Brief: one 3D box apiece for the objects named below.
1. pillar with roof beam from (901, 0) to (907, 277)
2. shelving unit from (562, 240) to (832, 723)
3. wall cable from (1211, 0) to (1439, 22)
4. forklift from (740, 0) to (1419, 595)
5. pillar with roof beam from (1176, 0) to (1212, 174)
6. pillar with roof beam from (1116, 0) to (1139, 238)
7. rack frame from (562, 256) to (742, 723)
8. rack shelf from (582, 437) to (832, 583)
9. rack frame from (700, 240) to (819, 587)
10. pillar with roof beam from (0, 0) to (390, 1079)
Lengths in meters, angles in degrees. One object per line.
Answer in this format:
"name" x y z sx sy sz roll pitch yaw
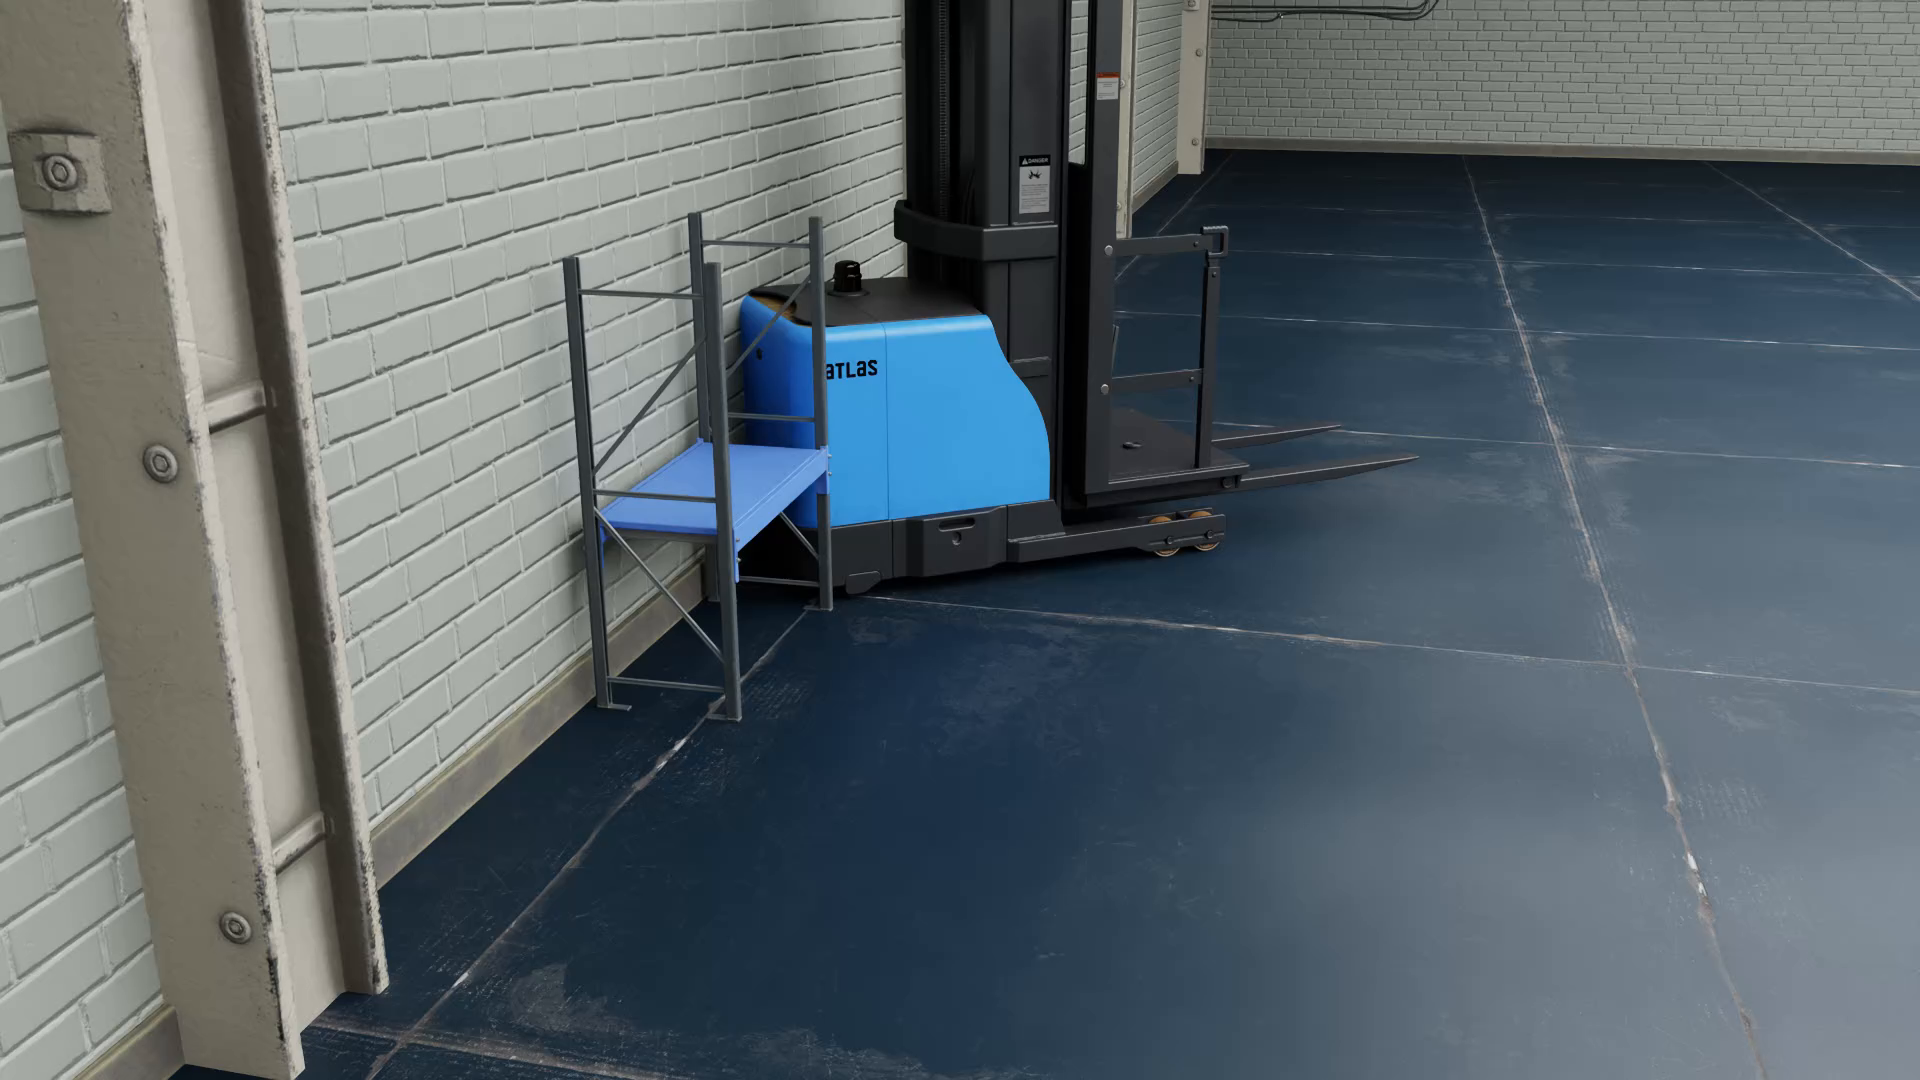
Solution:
"pillar with roof beam" 4.060 -4.675 6.952 9.100 9.000 0.400 5 19 13
"shelving unit" -0.851 -0.294 5.727 0.538 1.500 1.039 4 19 12
"wall cable" 4.819 -8.125 21.859 3.097 2.526 0.112 5 19 13
"forklift" 0.581 -1.466 6.944 3.031 2.935 1.130 -8 20 -21
"pillar with roof beam" 6.992 -8.436 17.964 9.100 9.000 0.400 5 19 13
"pillar with roof beam" 5.526 -6.555 12.458 9.100 9.000 0.400 5 19 13
"rack frame" -0.964 -0.135 5.263 0.500 1.500 0.032 4 19 12
"rack shelf" -0.850 -0.125 5.790 0.538 0.185 1.000 4 19 12
"rack frame" -0.738 -0.455 6.201 0.475 1.308 0.013 4 19 12
"pillar with roof beam" 2.594 -2.794 1.446 9.100 9.000 0.400 5 19 13
